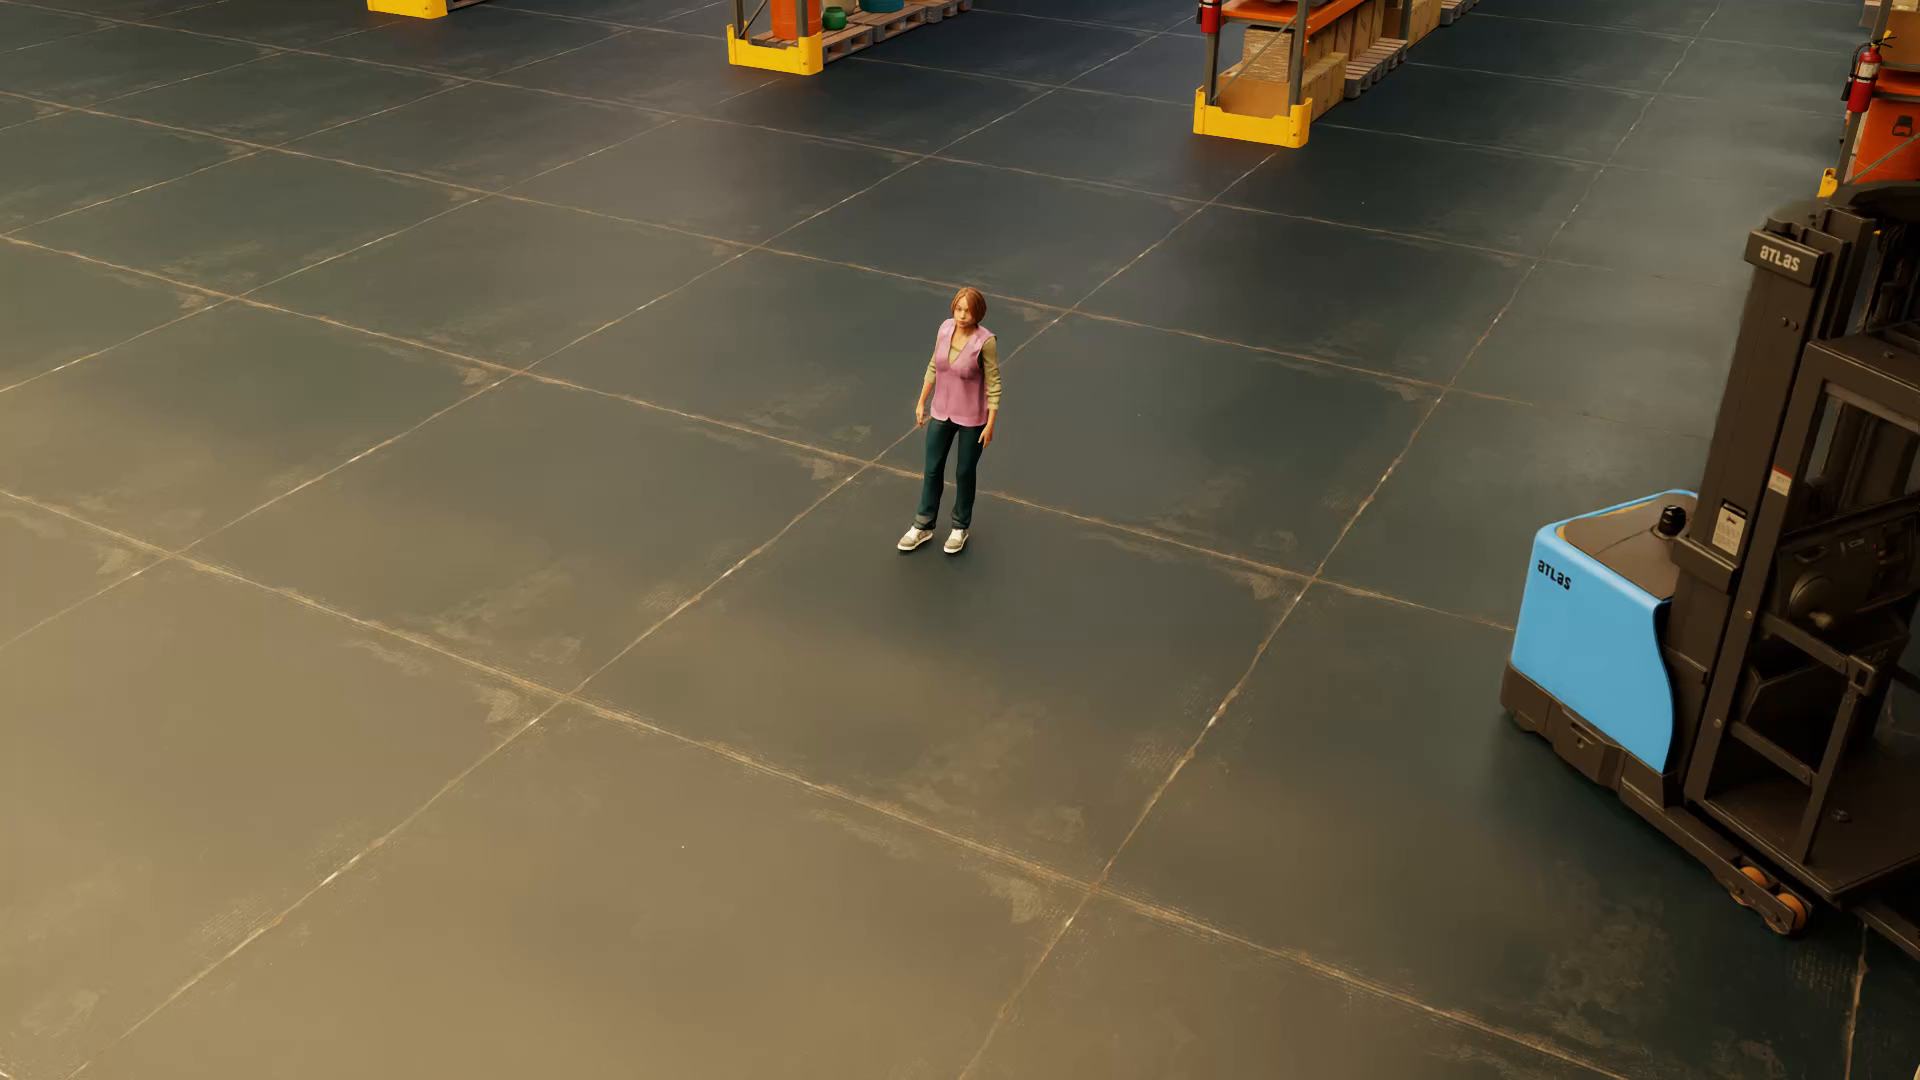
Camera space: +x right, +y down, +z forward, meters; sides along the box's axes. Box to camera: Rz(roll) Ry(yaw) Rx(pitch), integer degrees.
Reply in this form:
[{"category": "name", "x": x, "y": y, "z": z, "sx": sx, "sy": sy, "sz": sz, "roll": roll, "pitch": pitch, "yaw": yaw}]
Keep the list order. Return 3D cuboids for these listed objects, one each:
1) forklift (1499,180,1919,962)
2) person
[{"category": "forklift", "x": 3.839, "y": 0.155, "z": 6.801, "sx": 1.130, "sy": 2.935, "sz": 3.031, "roll": -14, "pitch": 33, "yaw": -22}, {"category": "person", "x": -0.048, "y": -0.669, "z": 9.550, "sx": 0.520, "sy": 1.597, "sz": 0.476, "roll": 15, "pitch": 33, "yaw": 25}]
